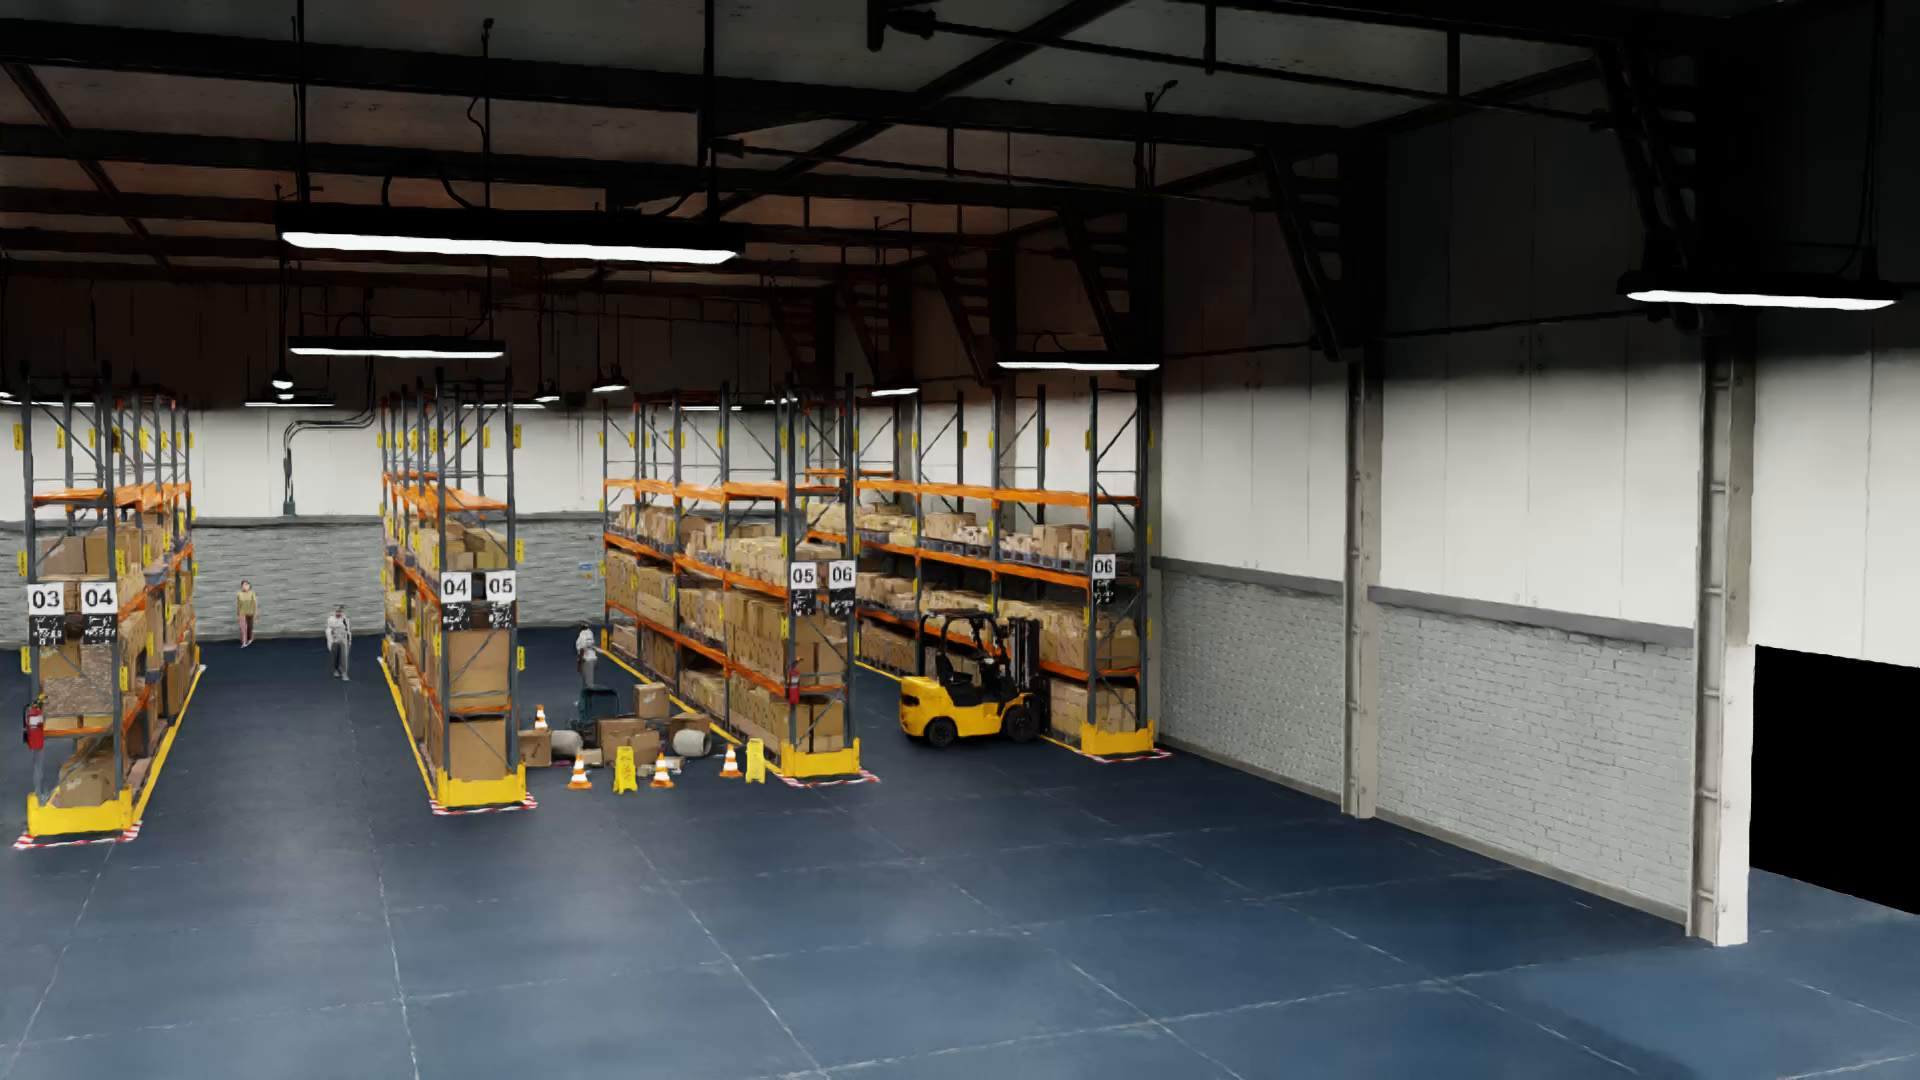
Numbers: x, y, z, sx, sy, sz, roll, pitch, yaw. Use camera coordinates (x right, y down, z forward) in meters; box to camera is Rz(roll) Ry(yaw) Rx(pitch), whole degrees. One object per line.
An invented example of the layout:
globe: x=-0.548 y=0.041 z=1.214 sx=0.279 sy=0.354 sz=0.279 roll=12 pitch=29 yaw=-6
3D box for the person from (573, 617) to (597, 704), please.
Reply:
person: x=-7.030 y=2.287 z=31.087 sx=0.551 sy=1.664 sz=0.504 roll=0 pitch=3 yaw=6

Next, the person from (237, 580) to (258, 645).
person: x=-17.290 y=1.738 z=40.365 sx=0.458 sy=1.559 sz=0.872 roll=-1 pitch=4 yaw=-23

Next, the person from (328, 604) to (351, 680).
person: x=-12.959 y=2.096 z=34.684 sx=0.441 sy=1.576 sz=1.086 roll=-1 pitch=4 yaw=-19
